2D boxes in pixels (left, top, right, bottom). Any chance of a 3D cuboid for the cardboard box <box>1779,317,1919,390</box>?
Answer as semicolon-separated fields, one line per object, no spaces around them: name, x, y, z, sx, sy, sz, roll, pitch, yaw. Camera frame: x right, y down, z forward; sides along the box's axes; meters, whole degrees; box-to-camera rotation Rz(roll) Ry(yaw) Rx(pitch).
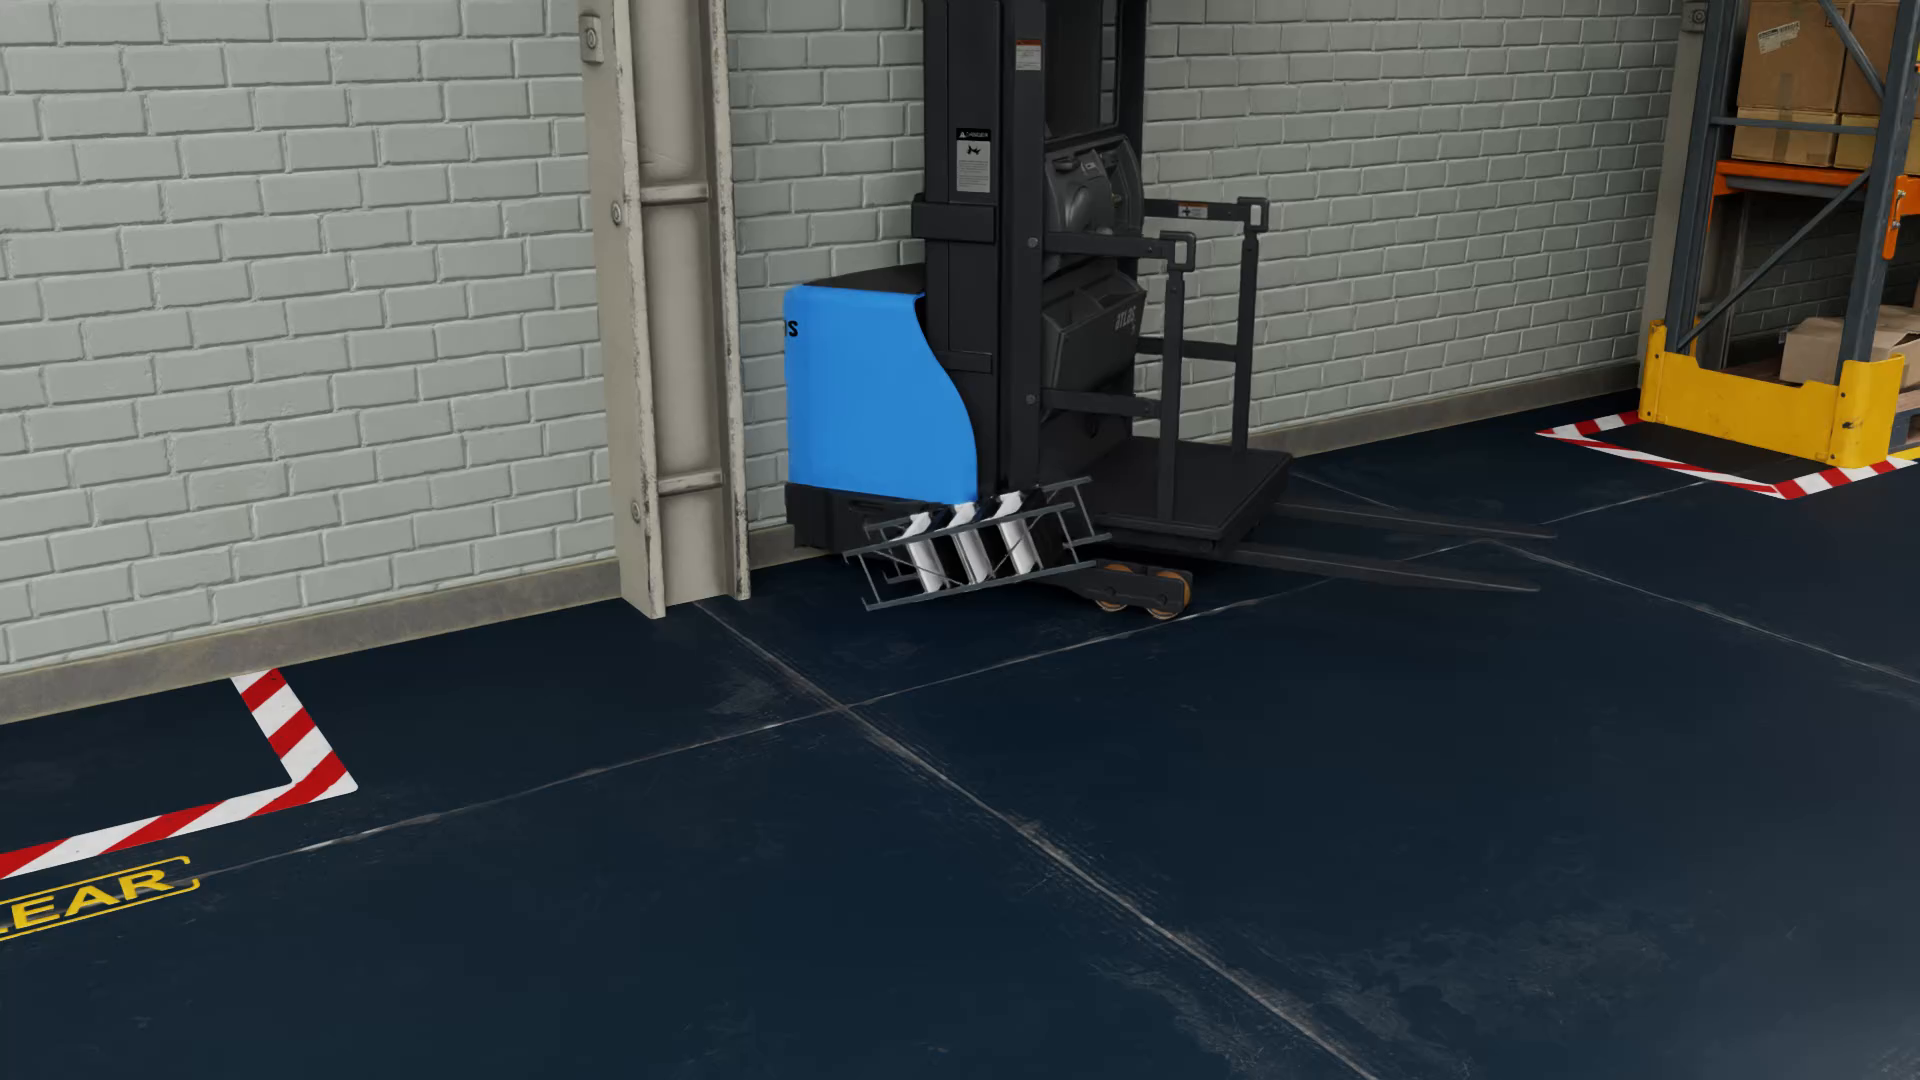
cardboard box;4.515;-0.950;8.382;0.500;0.311;0.500;-15;24;-37

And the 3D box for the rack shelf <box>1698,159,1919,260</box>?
rack shelf;5.558;-1.929;8.889;4.000;0.370;1.077;-12;22;-31

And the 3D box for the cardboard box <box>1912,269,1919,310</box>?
cardboard box;5.631;-1.255;8.991;0.500;0.500;0.700;-14;23;-35

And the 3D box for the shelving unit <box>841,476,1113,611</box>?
shelving unit;0.053;0.018;5.777;0.900;0.258;0.210;-12;21;27

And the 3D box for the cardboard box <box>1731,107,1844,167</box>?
cardboard box;4.171;-1.990;8.150;0.500;0.250;0.500;-12;22;-31

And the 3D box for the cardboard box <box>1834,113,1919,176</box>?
cardboard box;4.469;-1.857;7.756;0.500;0.250;0.500;-13;22;-33

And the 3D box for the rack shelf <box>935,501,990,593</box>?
rack shelf;0.024;0.024;5.792;0.077;0.258;0.200;-12;21;27

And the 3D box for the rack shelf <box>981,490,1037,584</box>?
rack shelf;0.181;-0.010;5.712;0.077;0.258;0.200;-12;21;27

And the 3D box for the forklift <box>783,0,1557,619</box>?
forklift;0.681;-1.301;6.016;3.031;2.935;1.130;8;20;23

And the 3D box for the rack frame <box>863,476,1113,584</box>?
rack frame;0.087;-0.028;5.862;0.900;0.240;0.006;-12;21;27

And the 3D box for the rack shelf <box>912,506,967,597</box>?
rack shelf;-0.055;0.041;5.833;0.077;0.258;0.200;-12;21;27

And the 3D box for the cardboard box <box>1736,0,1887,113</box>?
cardboard box;4.164;-2.351;8.047;0.500;0.500;0.500;-12;22;-32

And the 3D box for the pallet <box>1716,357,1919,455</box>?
pallet;4.649;-0.743;8.614;1.213;0.211;1.003;-12;22;-31

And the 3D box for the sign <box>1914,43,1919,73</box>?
sign;4.186;-2.182;7.164;0.005;0.325;0.100;-12;22;-31

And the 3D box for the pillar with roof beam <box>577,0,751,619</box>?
pillar with roof beam;1.353;-2.905;1.288;0.400;9.000;9.100;-12;22;-31

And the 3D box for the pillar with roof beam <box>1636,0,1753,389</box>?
pillar with roof beam;6.364;-3.962;4.414;0.400;9.000;9.100;-12;22;-31

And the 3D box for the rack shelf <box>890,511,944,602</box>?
rack shelf;-0.134;0.058;5.873;0.077;0.258;0.200;-12;21;27

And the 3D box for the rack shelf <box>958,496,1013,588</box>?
rack shelf;0.102;0.007;5.752;0.077;0.258;0.200;-12;21;27

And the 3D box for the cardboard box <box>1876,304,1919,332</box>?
cardboard box;4.991;-1.050;8.679;0.500;0.311;0.500;-10;21;-27

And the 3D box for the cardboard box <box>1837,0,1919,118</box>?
cardboard box;4.451;-2.215;7.644;0.500;0.500;0.500;-12;22;-31

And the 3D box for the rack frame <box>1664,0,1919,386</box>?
rack frame;3.887;-1.917;7.732;0.127;3.000;1.000;-12;22;-31

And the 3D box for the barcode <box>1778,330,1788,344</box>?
barcode;4.310;-1.064;8.706;0.075;0.075;0.001;-12;22;-31

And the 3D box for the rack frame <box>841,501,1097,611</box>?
rack frame;0.019;0.063;5.693;0.900;0.240;0.006;-12;21;27

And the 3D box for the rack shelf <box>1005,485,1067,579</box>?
rack shelf;0.260;-0.027;5.671;0.077;0.258;0.200;-12;21;27

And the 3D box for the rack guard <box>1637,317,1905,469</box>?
rack guard;3.951;-0.746;8.172;0.348;0.500;1.175;-12;22;-31
